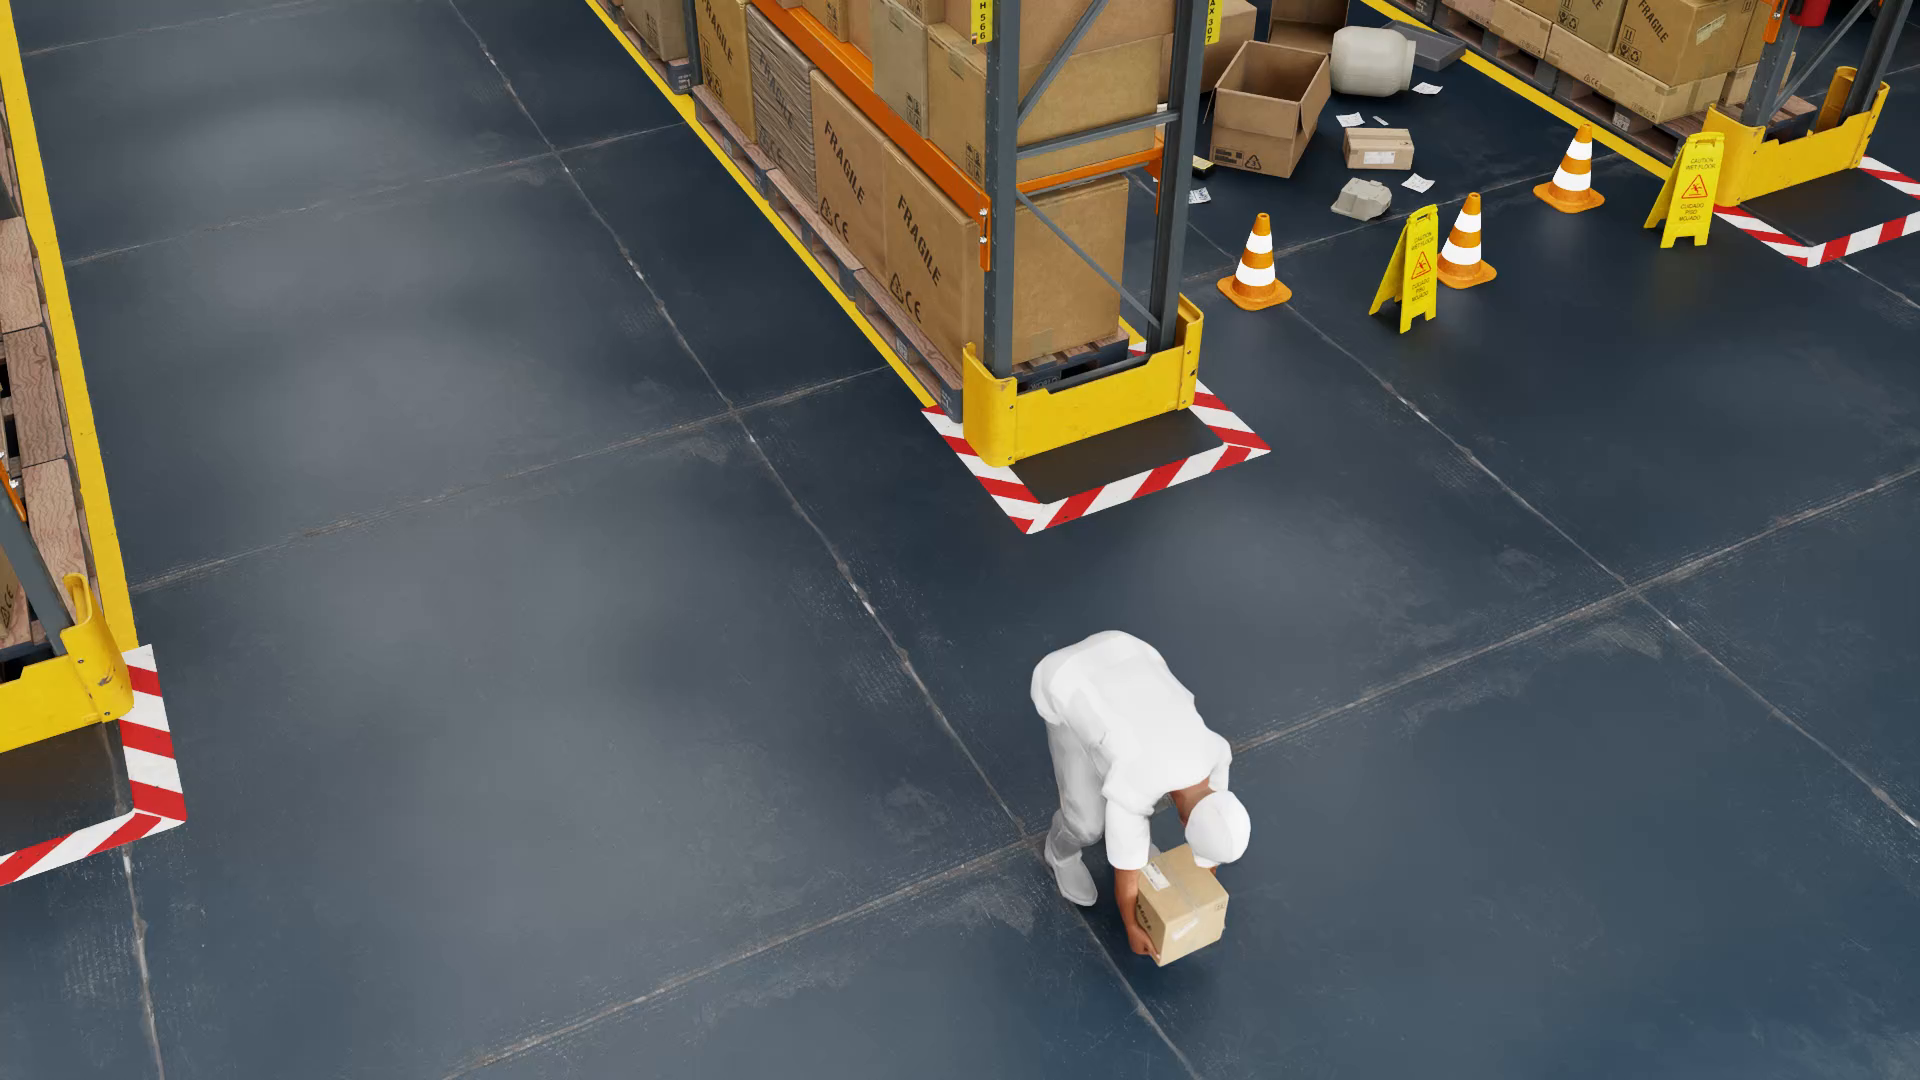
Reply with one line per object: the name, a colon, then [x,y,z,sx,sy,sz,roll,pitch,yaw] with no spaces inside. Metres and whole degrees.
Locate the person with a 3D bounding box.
person: [0.622,0.907,5.645,0.488,1.042,0.980,-21,45,-22]
